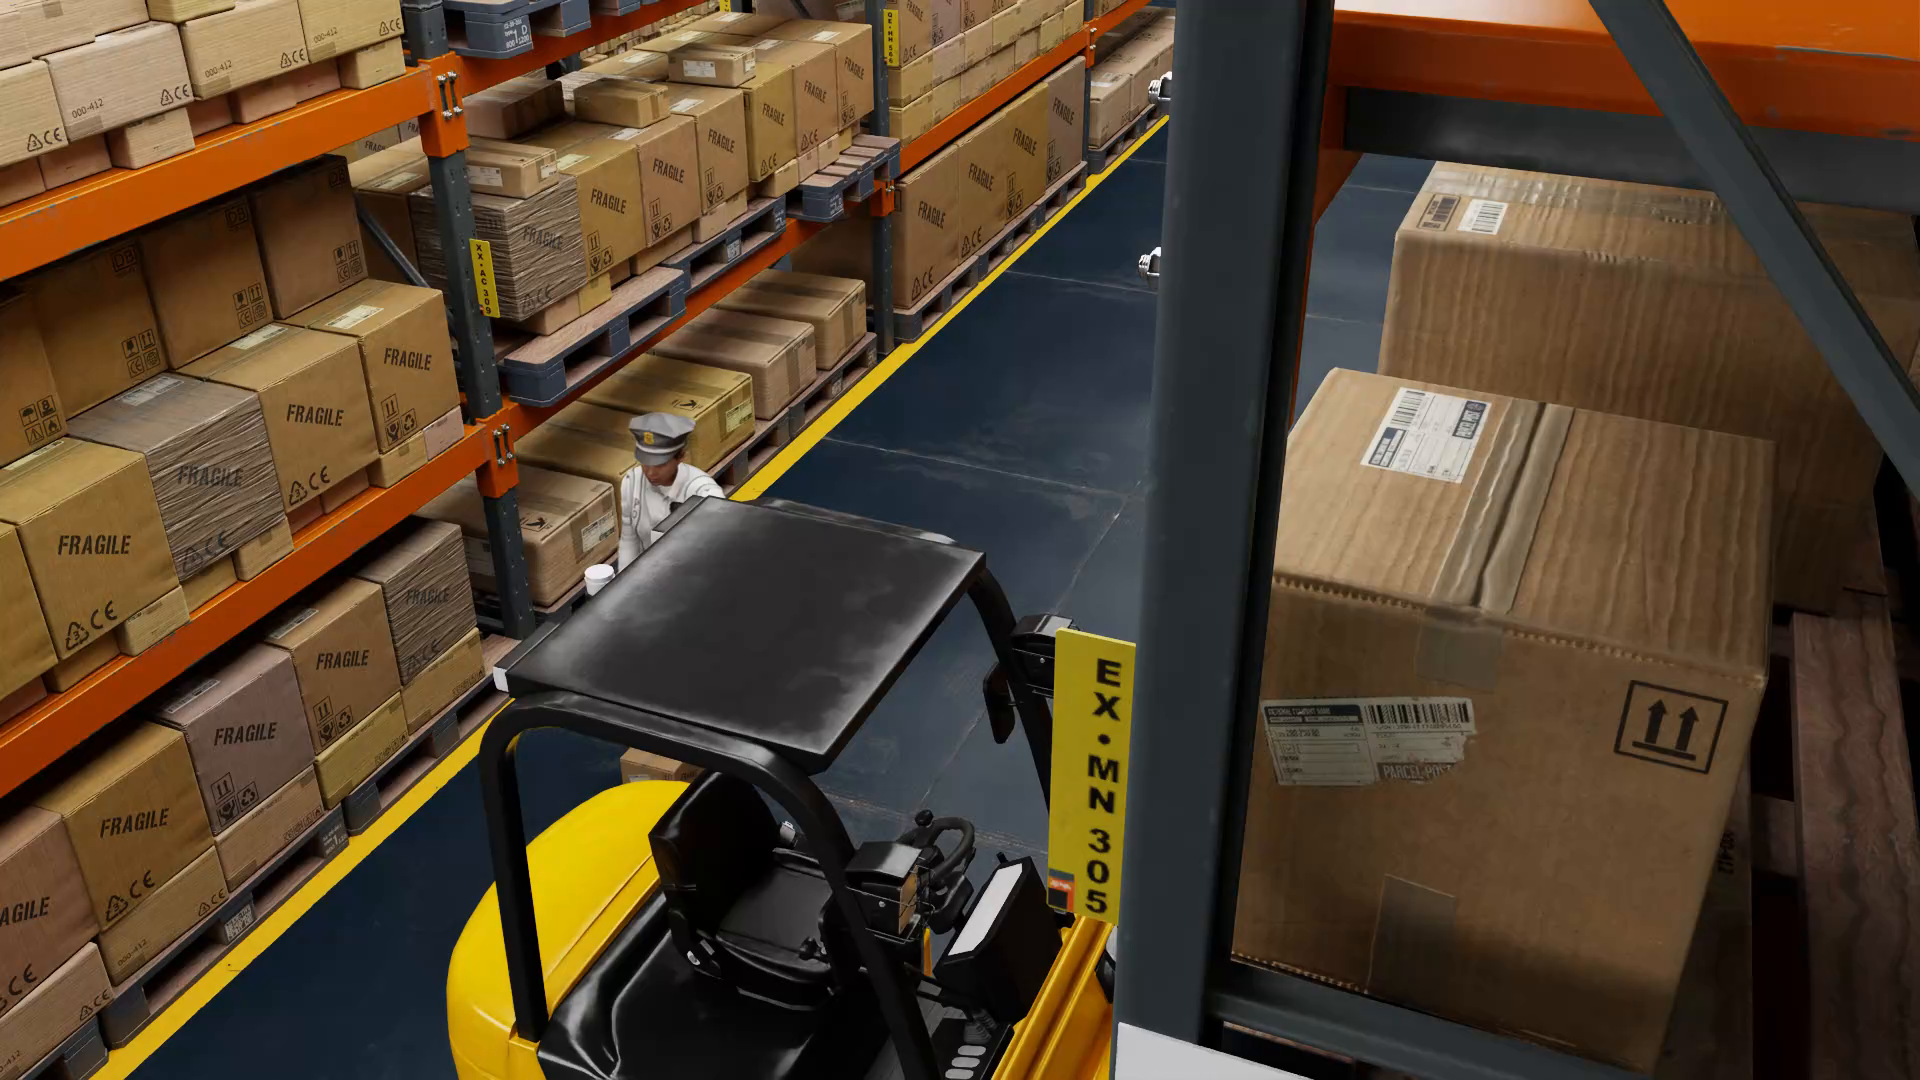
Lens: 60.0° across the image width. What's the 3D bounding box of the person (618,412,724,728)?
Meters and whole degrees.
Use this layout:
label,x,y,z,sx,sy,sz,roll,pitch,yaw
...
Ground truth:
label,x,y,z,sx,sy,sz,roll,pitch,yaw
person,-1.136,0.244,6.695,0.545,1.667,0.407,10,31,17
